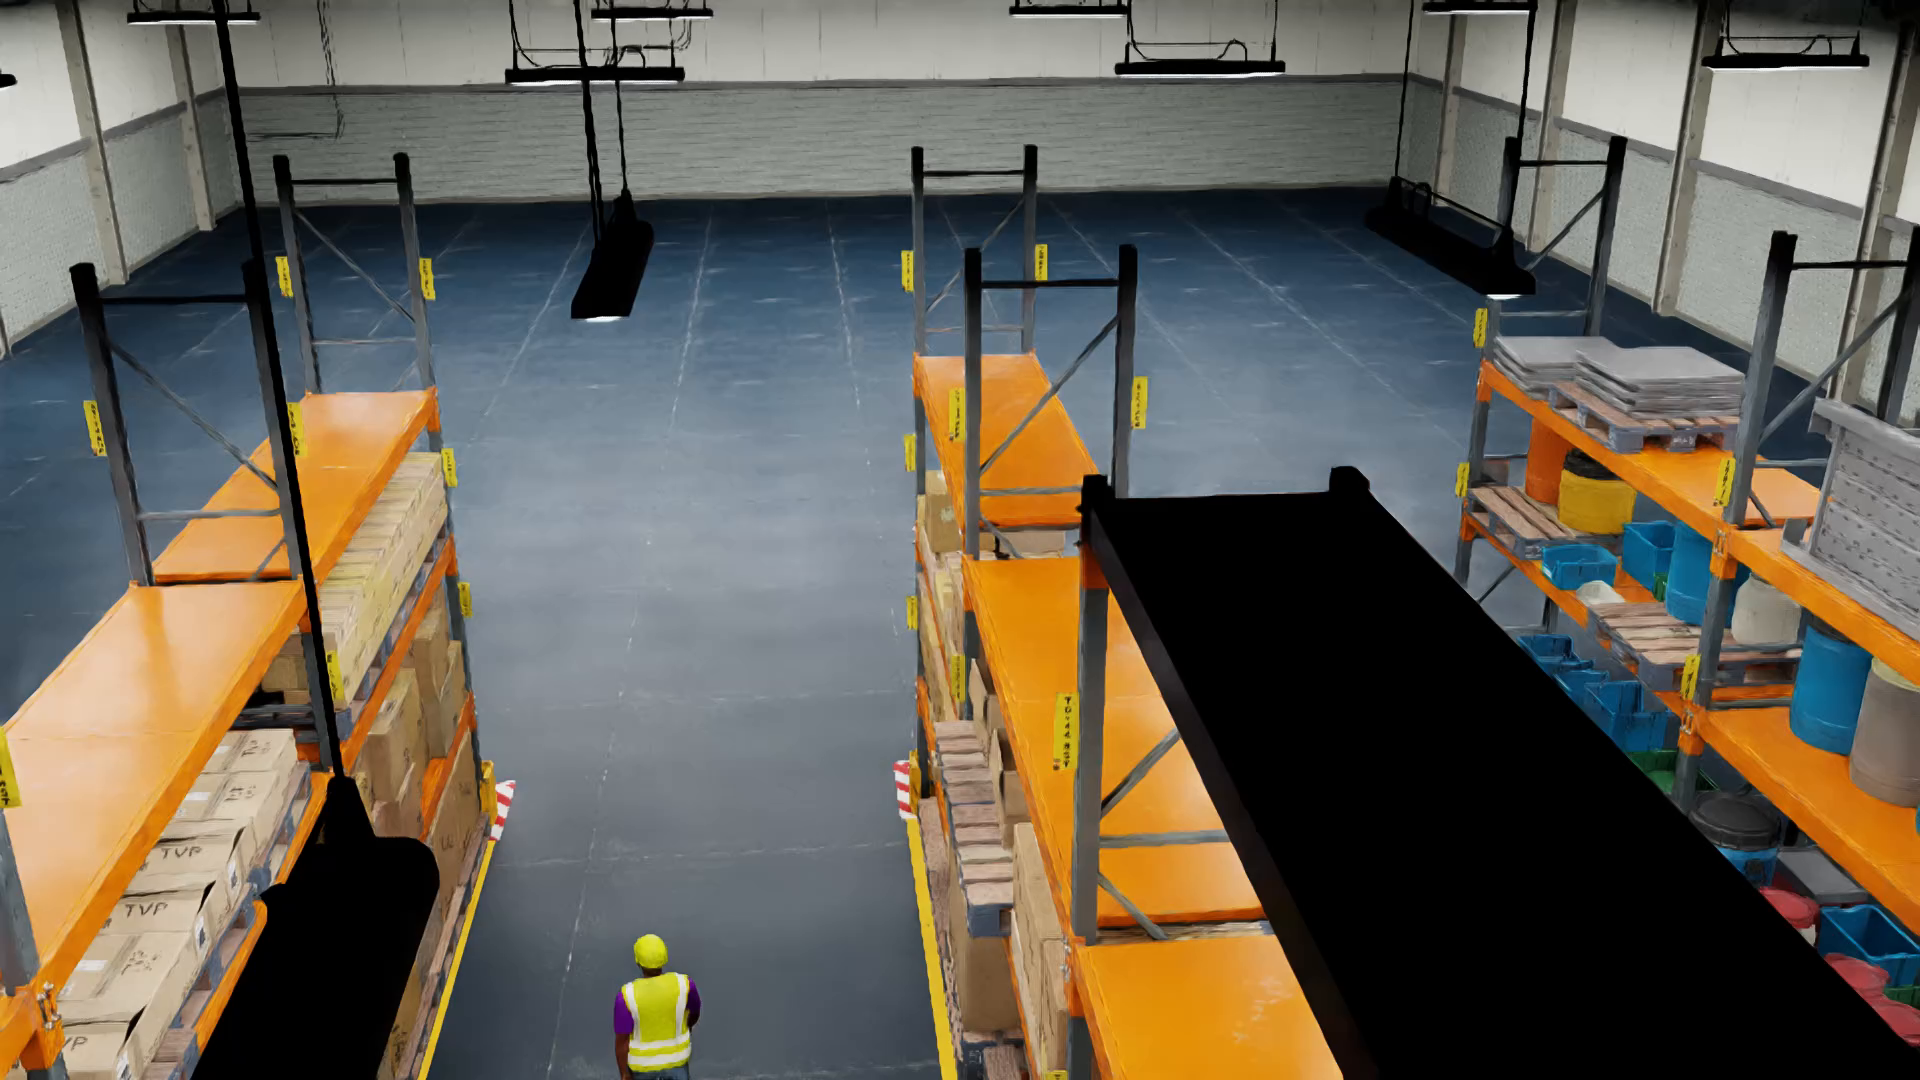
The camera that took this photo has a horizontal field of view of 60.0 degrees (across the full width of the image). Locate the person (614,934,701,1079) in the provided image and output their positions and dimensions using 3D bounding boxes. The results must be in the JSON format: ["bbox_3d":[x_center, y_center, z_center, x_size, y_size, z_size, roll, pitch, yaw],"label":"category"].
[{"bbox_3d":[-1.963,3.331,10.887,0.571,1.708,1.033,-5,22,-13],"label":"person"}]
